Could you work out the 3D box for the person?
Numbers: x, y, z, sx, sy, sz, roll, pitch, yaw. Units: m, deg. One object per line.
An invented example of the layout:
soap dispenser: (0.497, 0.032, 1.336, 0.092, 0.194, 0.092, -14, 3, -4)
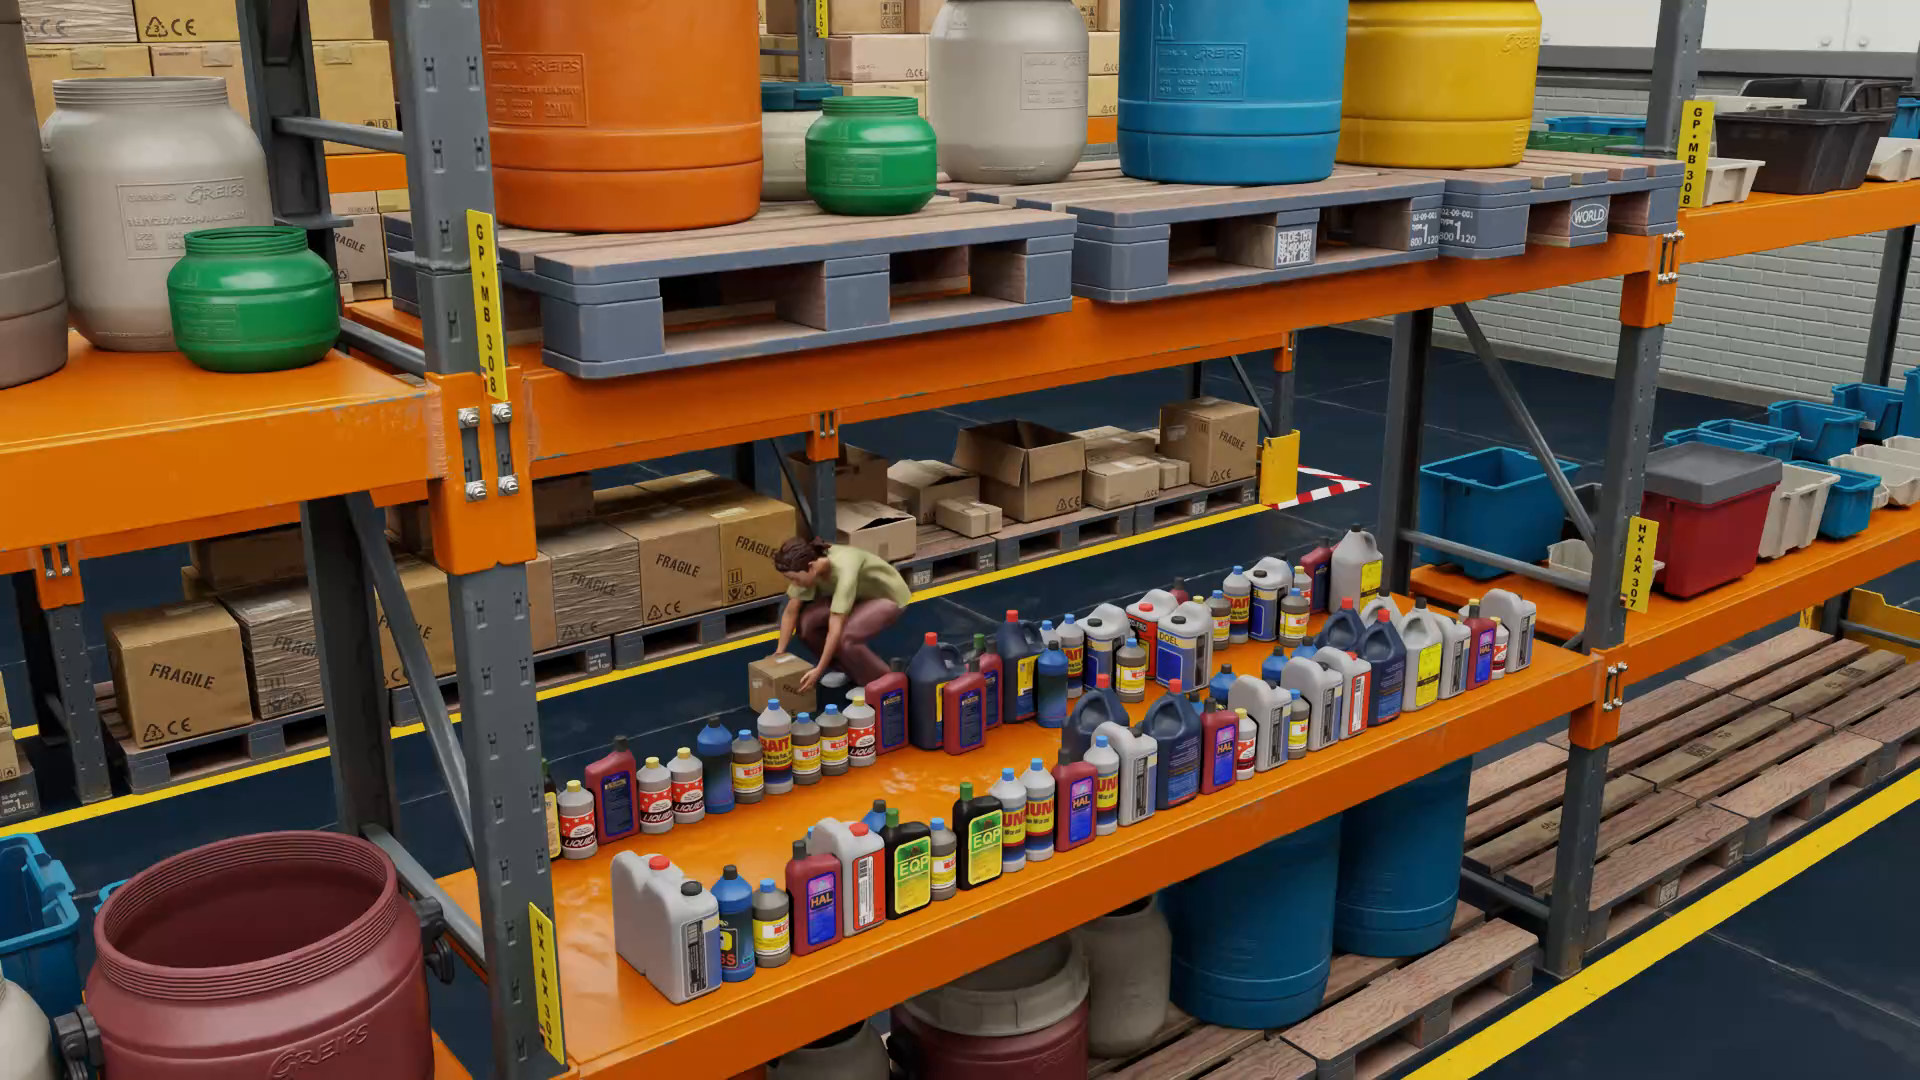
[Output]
person: (-0.612, 0.376, 8.609, 0.794, 0.929, 0.490, -13, 22, -36)
